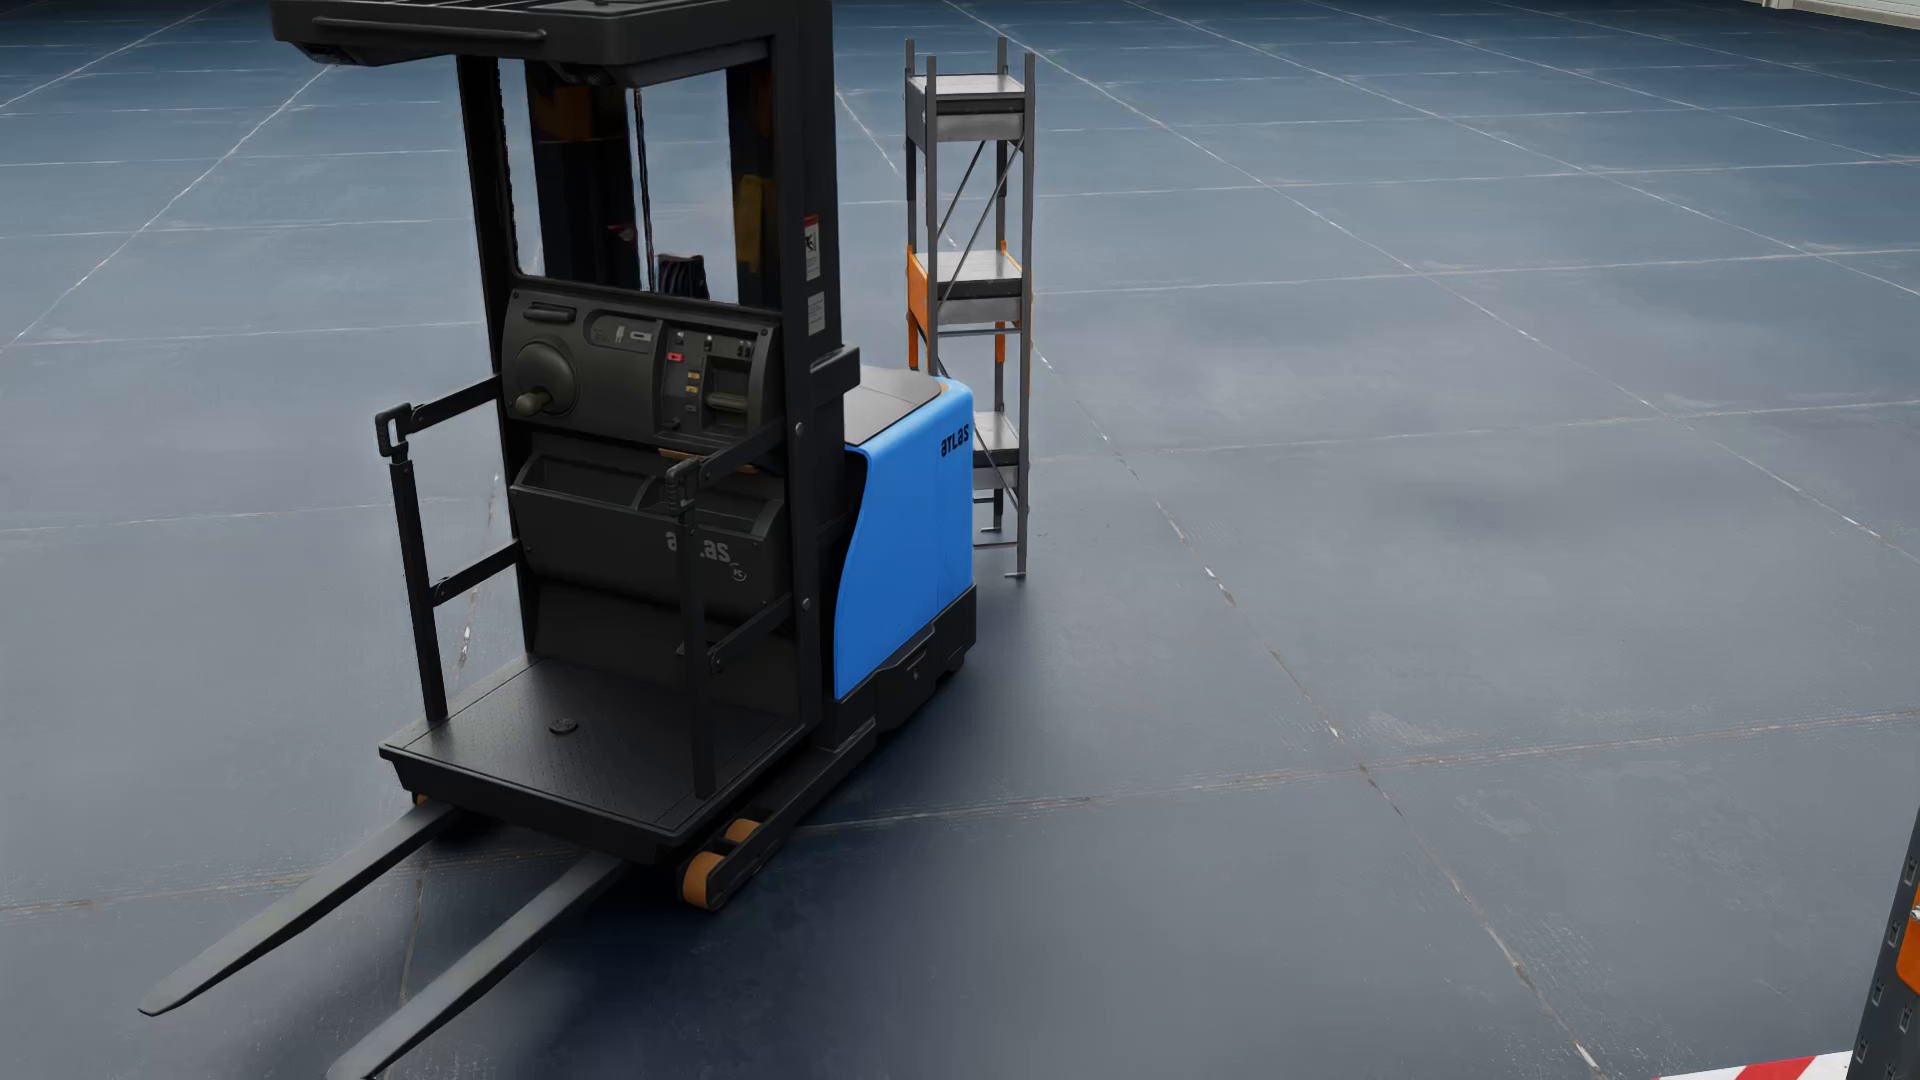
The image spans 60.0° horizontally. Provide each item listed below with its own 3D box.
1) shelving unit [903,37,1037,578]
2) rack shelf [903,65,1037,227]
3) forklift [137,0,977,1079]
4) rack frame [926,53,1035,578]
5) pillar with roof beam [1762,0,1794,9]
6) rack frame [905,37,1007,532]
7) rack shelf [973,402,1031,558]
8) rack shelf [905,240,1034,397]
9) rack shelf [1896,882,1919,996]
[{"bbox_3d":[0.031,-0.897,6.681,0.431,2.100,0.503,-4,24,-10],"label":"shelving unit"},{"bbox_3d":[0.031,-1.526,6.406,0.431,0.518,0.480,-4,24,-10],"label":"rack shelf"},{"bbox_3d":[-1.045,-0.476,4.678,1.130,2.935,3.031,11,26,24],"label":"forklift"},{"bbox_3d":[0.076,-0.801,6.461,0.400,2.100,0.015,-4,24,-10],"label":"rack frame"},{"bbox_3d":[9.130,-12.503,24.634,9.100,9.000,0.400,-4,24,-10],"label":"pillar with roof beam"},{"bbox_3d":[-0.015,-0.993,6.900,0.400,2.100,0.015,-4,24,-10],"label":"rack frame"},{"bbox_3d":[0.031,-0.243,6.966,0.431,0.518,0.480,-4,24,-10],"label":"rack shelf"},{"bbox_3d":[0.031,-0.885,6.686,0.431,0.518,0.480,-4,24,-10],"label":"rack shelf"},{"bbox_3d":[2.586,1.373,1.258,1.077,0.370,4.000,-4,24,-10],"label":"rack shelf"}]
